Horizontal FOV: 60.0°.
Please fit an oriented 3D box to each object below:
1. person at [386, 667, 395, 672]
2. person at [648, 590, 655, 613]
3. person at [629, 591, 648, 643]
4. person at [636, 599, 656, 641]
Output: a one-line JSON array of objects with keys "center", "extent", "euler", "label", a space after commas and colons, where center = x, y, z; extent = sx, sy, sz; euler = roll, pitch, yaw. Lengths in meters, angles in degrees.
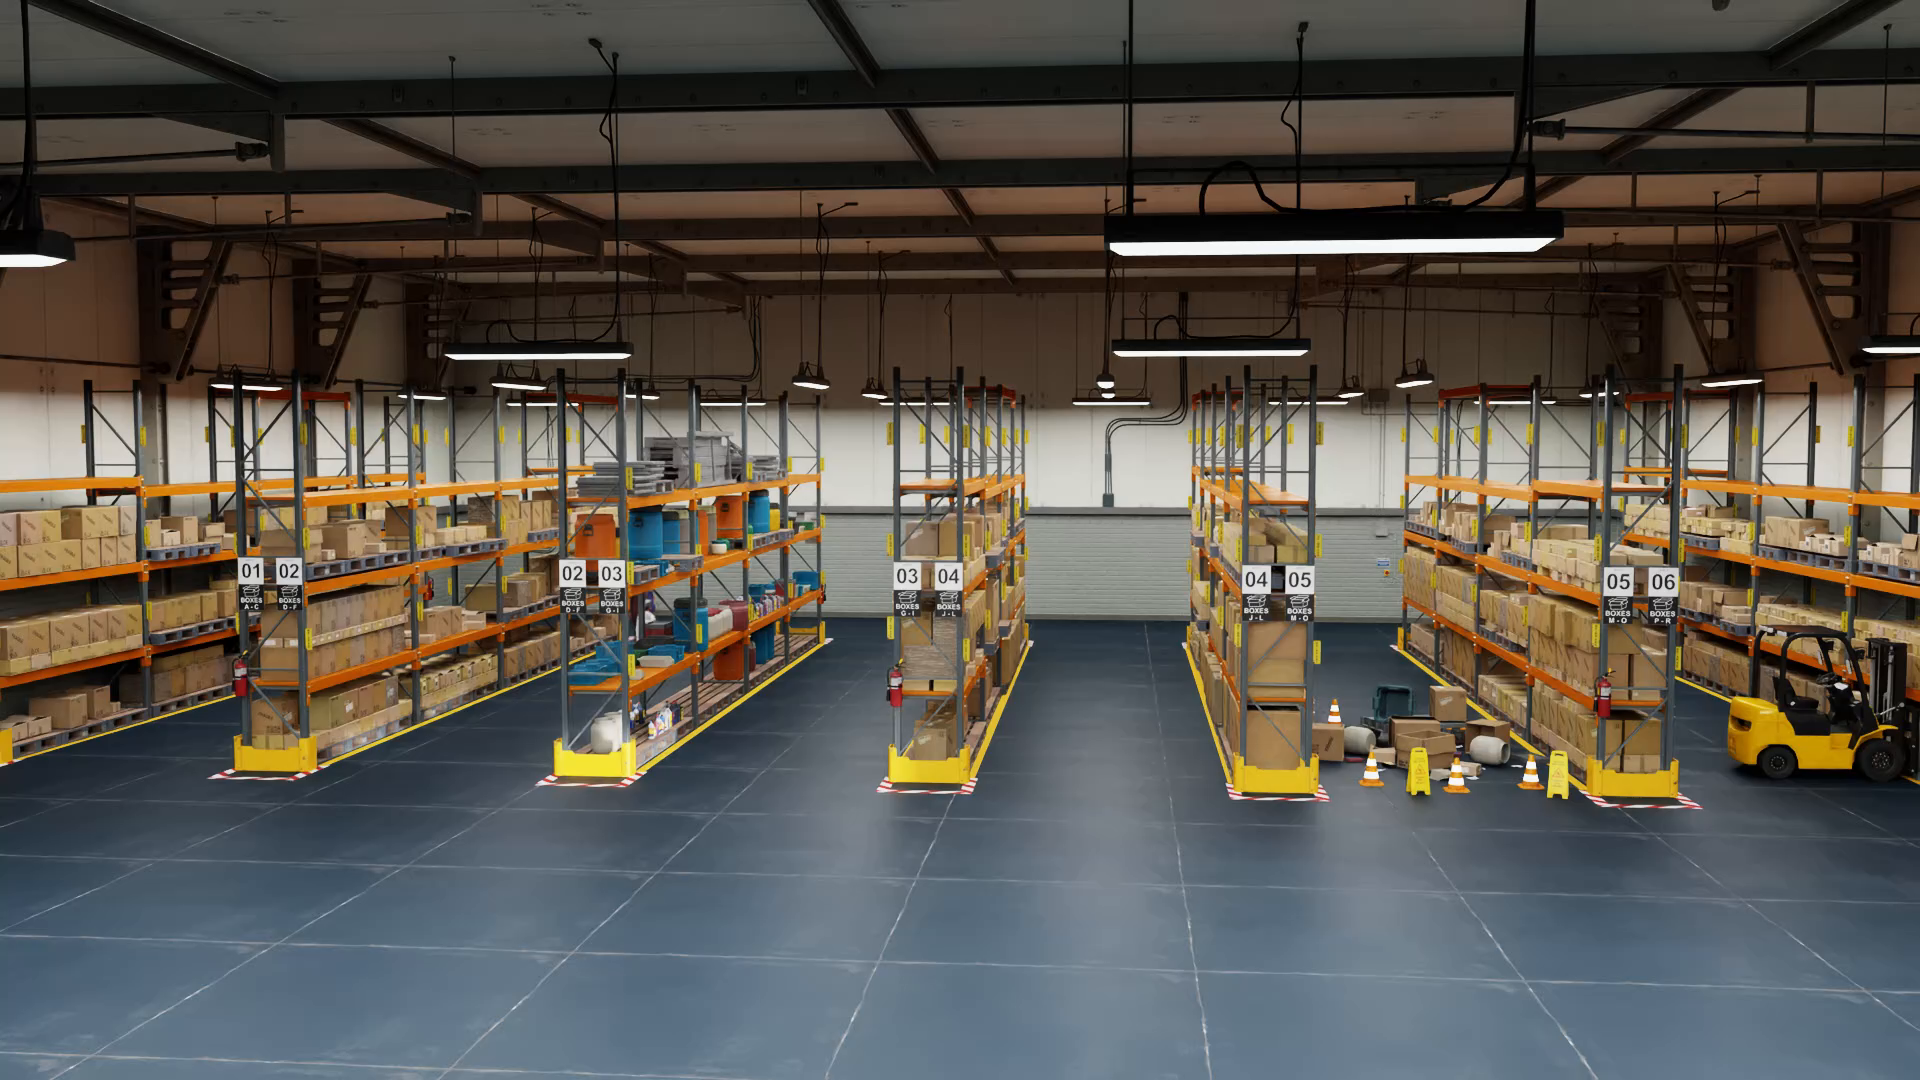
[{"center": [-11.210, 2.122, 32.369], "extent": [0.671, 1.765, 0.740], "euler": [0, 4, -4], "label": "person"}, {"center": [-8.111, 1.486, 43.355], "extent": [0.420, 1.669, 0.508], "euler": [0, 4, 4], "label": "person"}, {"center": [-7.522, 1.755, 38.866], "extent": [0.636, 1.677, 0.568], "euler": [2, 4, 33], "label": "person"}, {"center": [-6.419, 2.053, 33.985], "extent": [0.526, 1.669, 0.506], "euler": [1, 4, 21], "label": "person"}]
